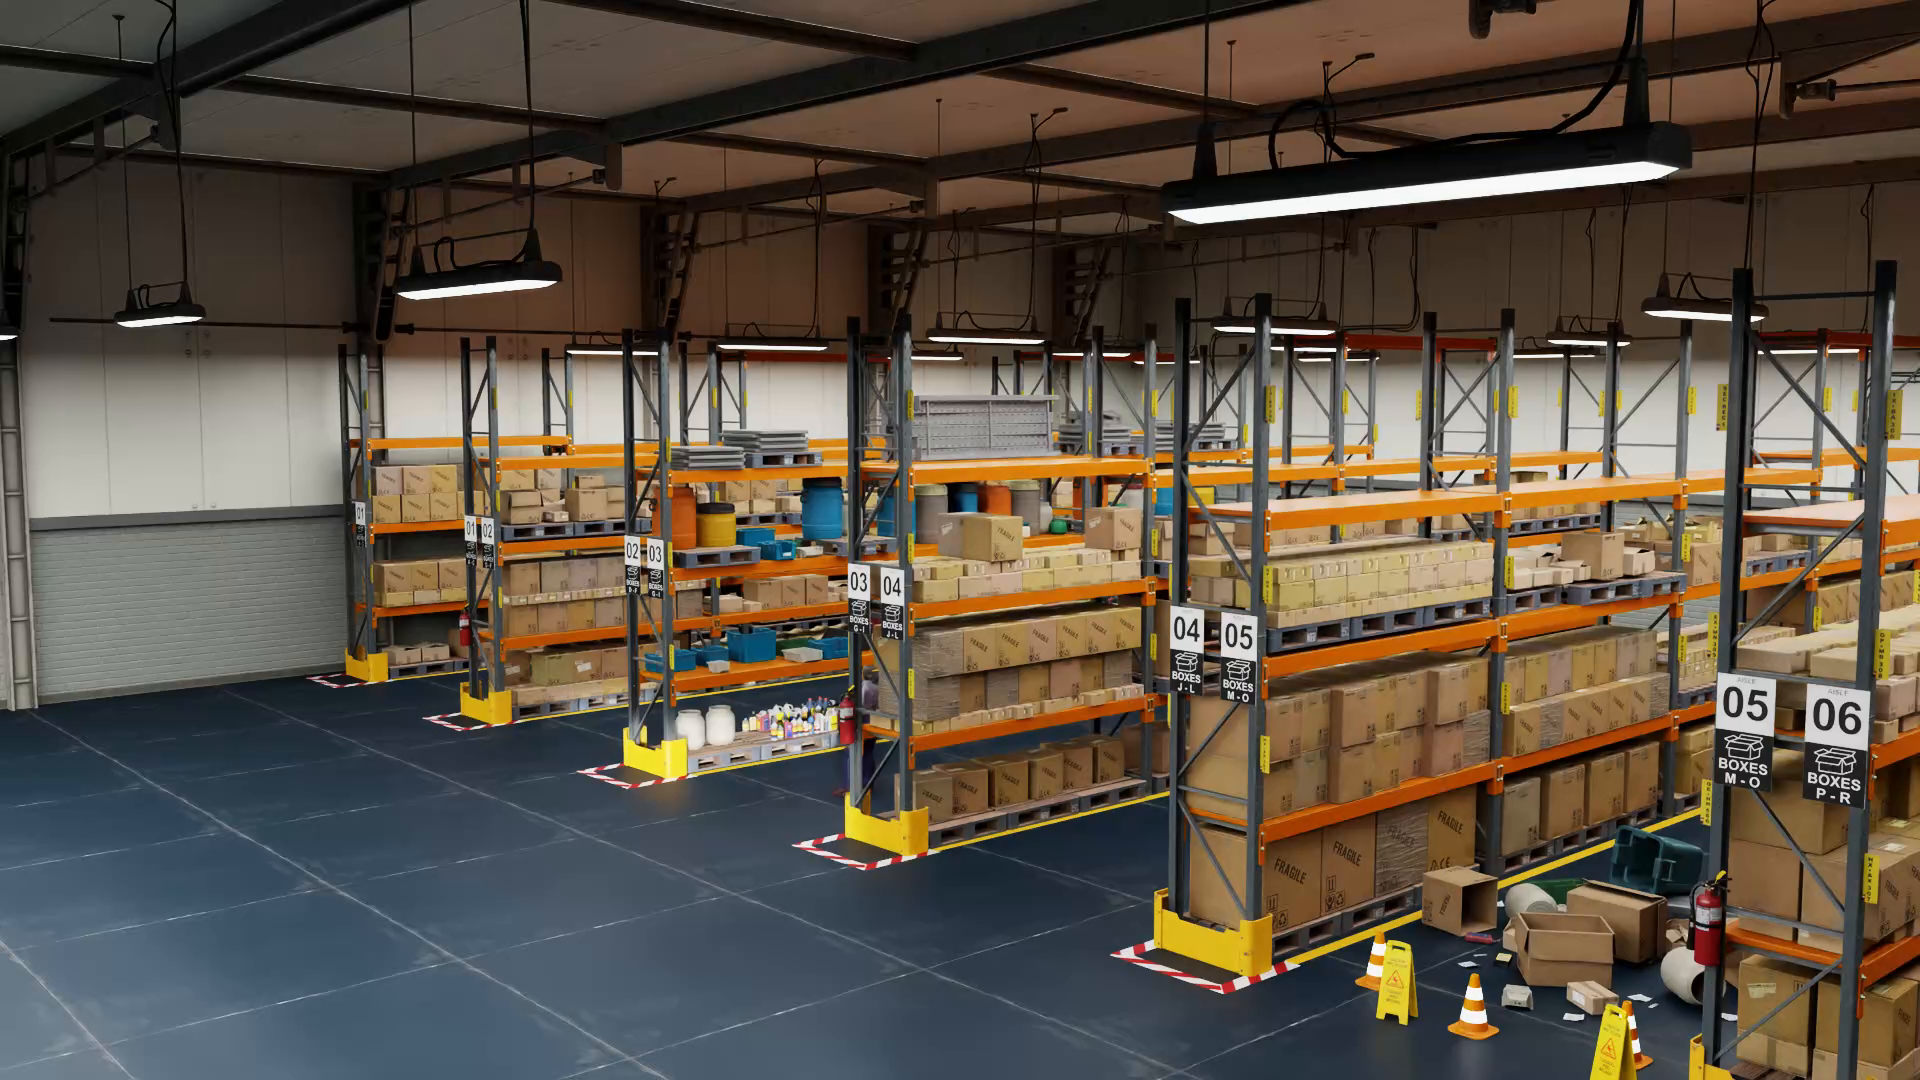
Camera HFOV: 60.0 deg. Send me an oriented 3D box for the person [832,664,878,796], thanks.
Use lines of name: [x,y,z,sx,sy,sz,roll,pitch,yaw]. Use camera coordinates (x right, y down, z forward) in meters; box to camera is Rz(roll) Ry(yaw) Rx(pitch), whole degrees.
person: [-1.318,2.435,21.376,0.435,1.663,0.620,3,6,29]
